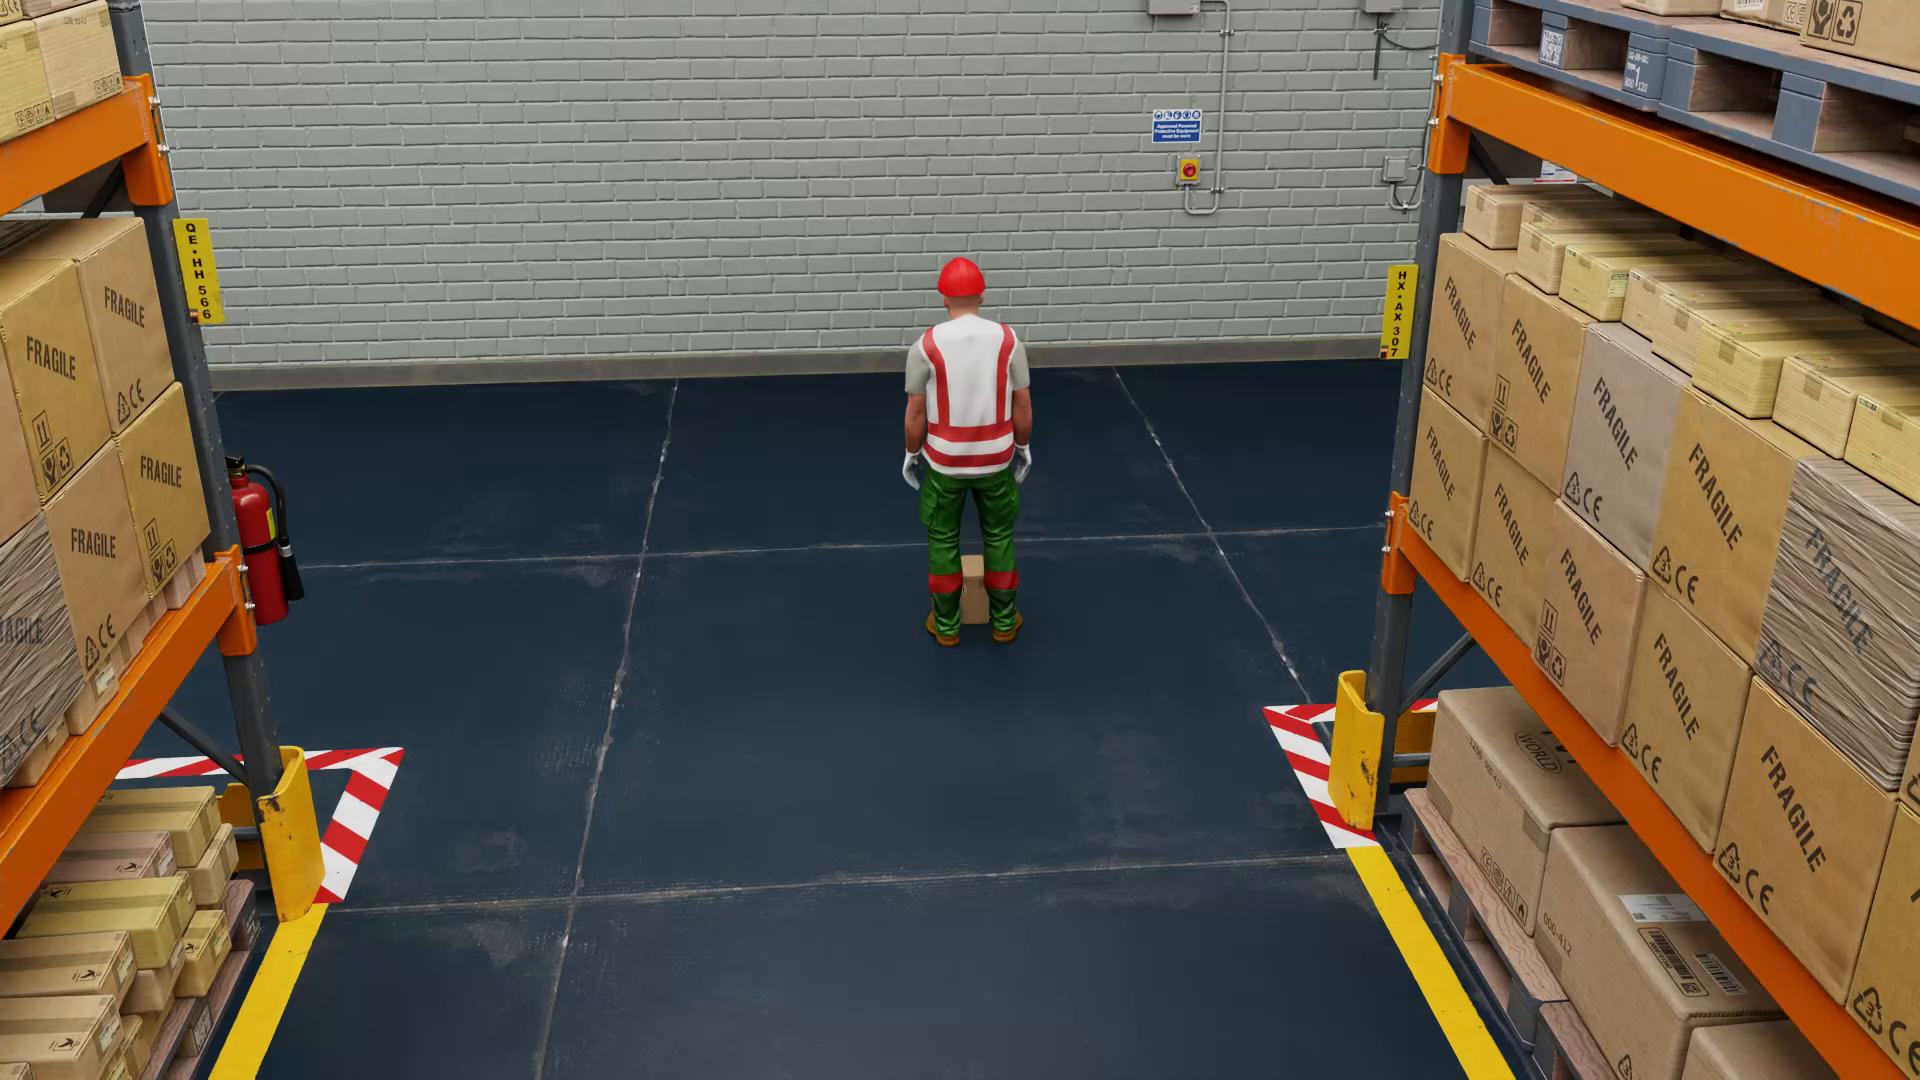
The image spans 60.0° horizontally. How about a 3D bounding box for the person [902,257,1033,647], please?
[{"bbox_3d":[0.036,-0.371,7.433,0.589,1.779,0.446,-3,24,-7],"label":"person"}]
